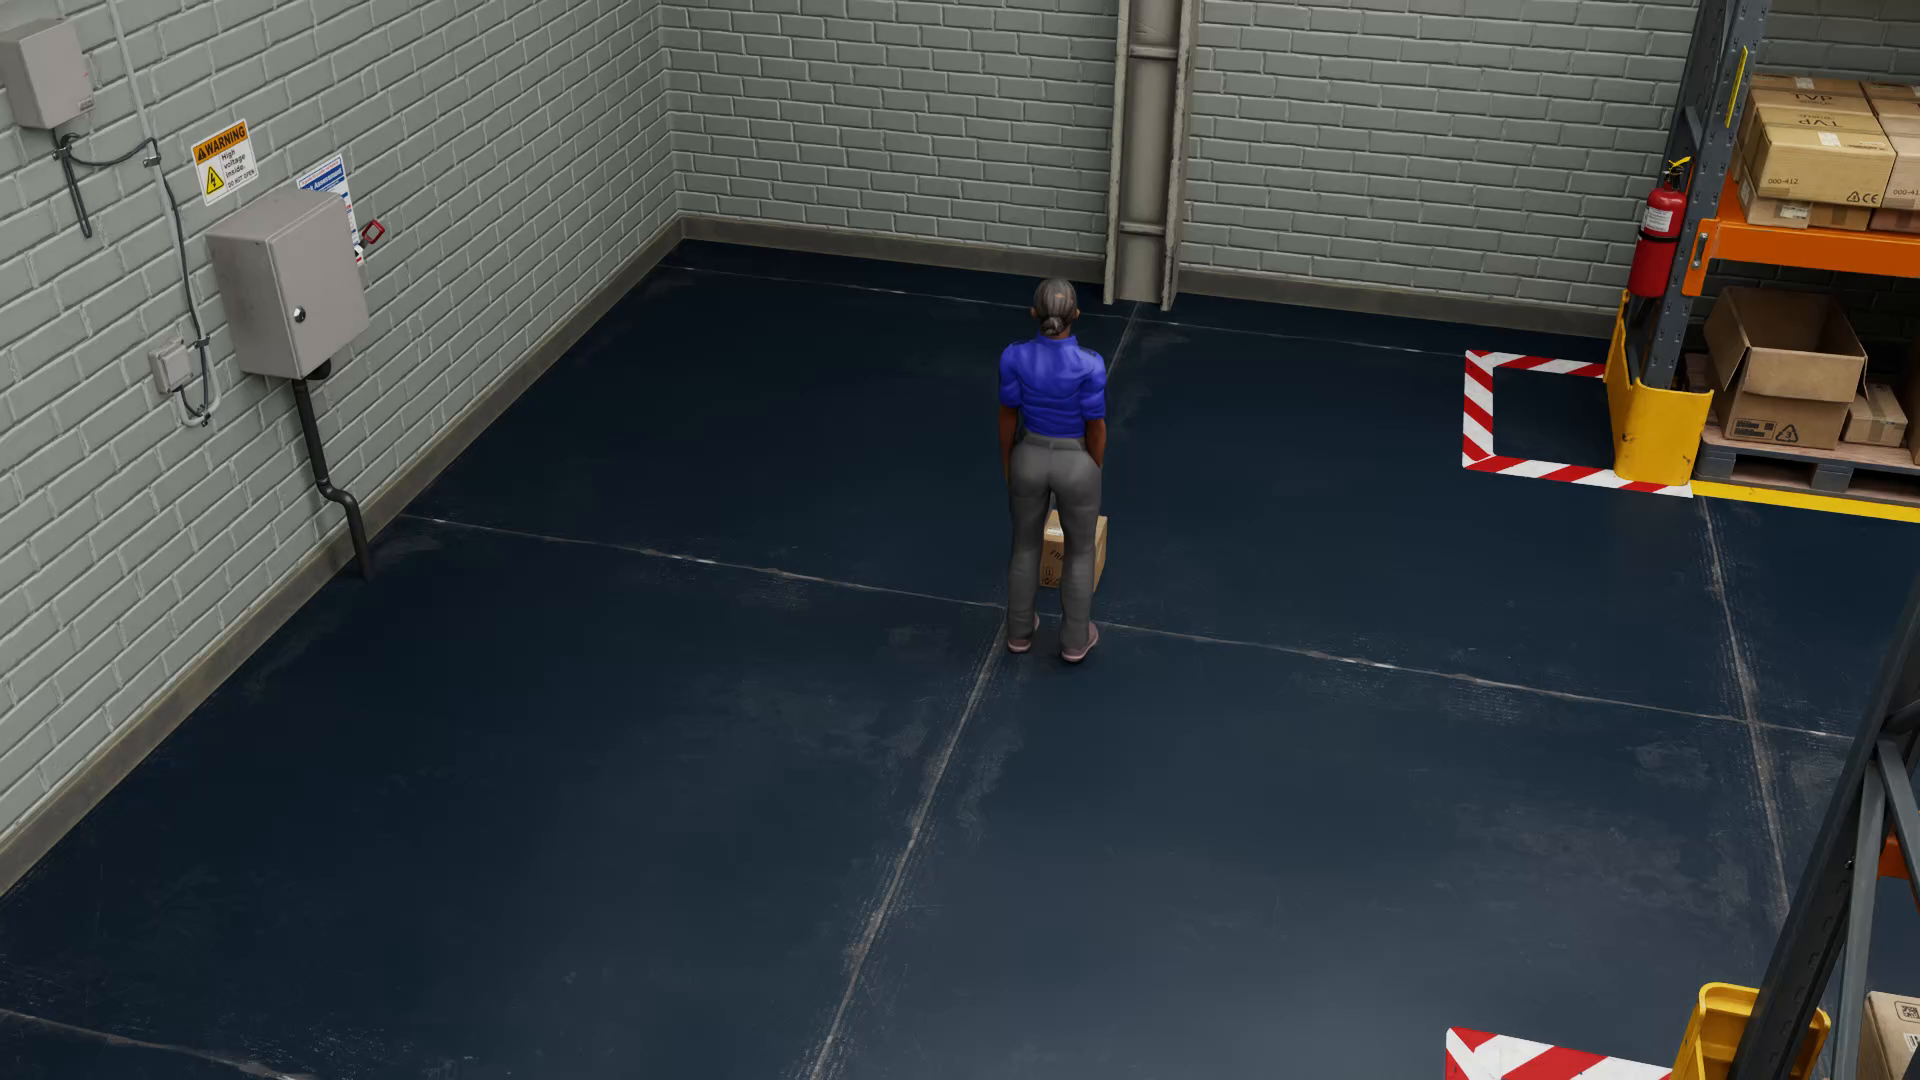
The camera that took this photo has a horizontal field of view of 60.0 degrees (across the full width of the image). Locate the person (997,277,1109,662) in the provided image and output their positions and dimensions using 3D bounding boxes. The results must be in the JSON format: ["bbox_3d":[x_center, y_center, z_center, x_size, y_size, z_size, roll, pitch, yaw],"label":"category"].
[{"bbox_3d":[0.359,-0.271,6.572,0.436,1.664,0.300,9,34,13],"label":"person"}]
